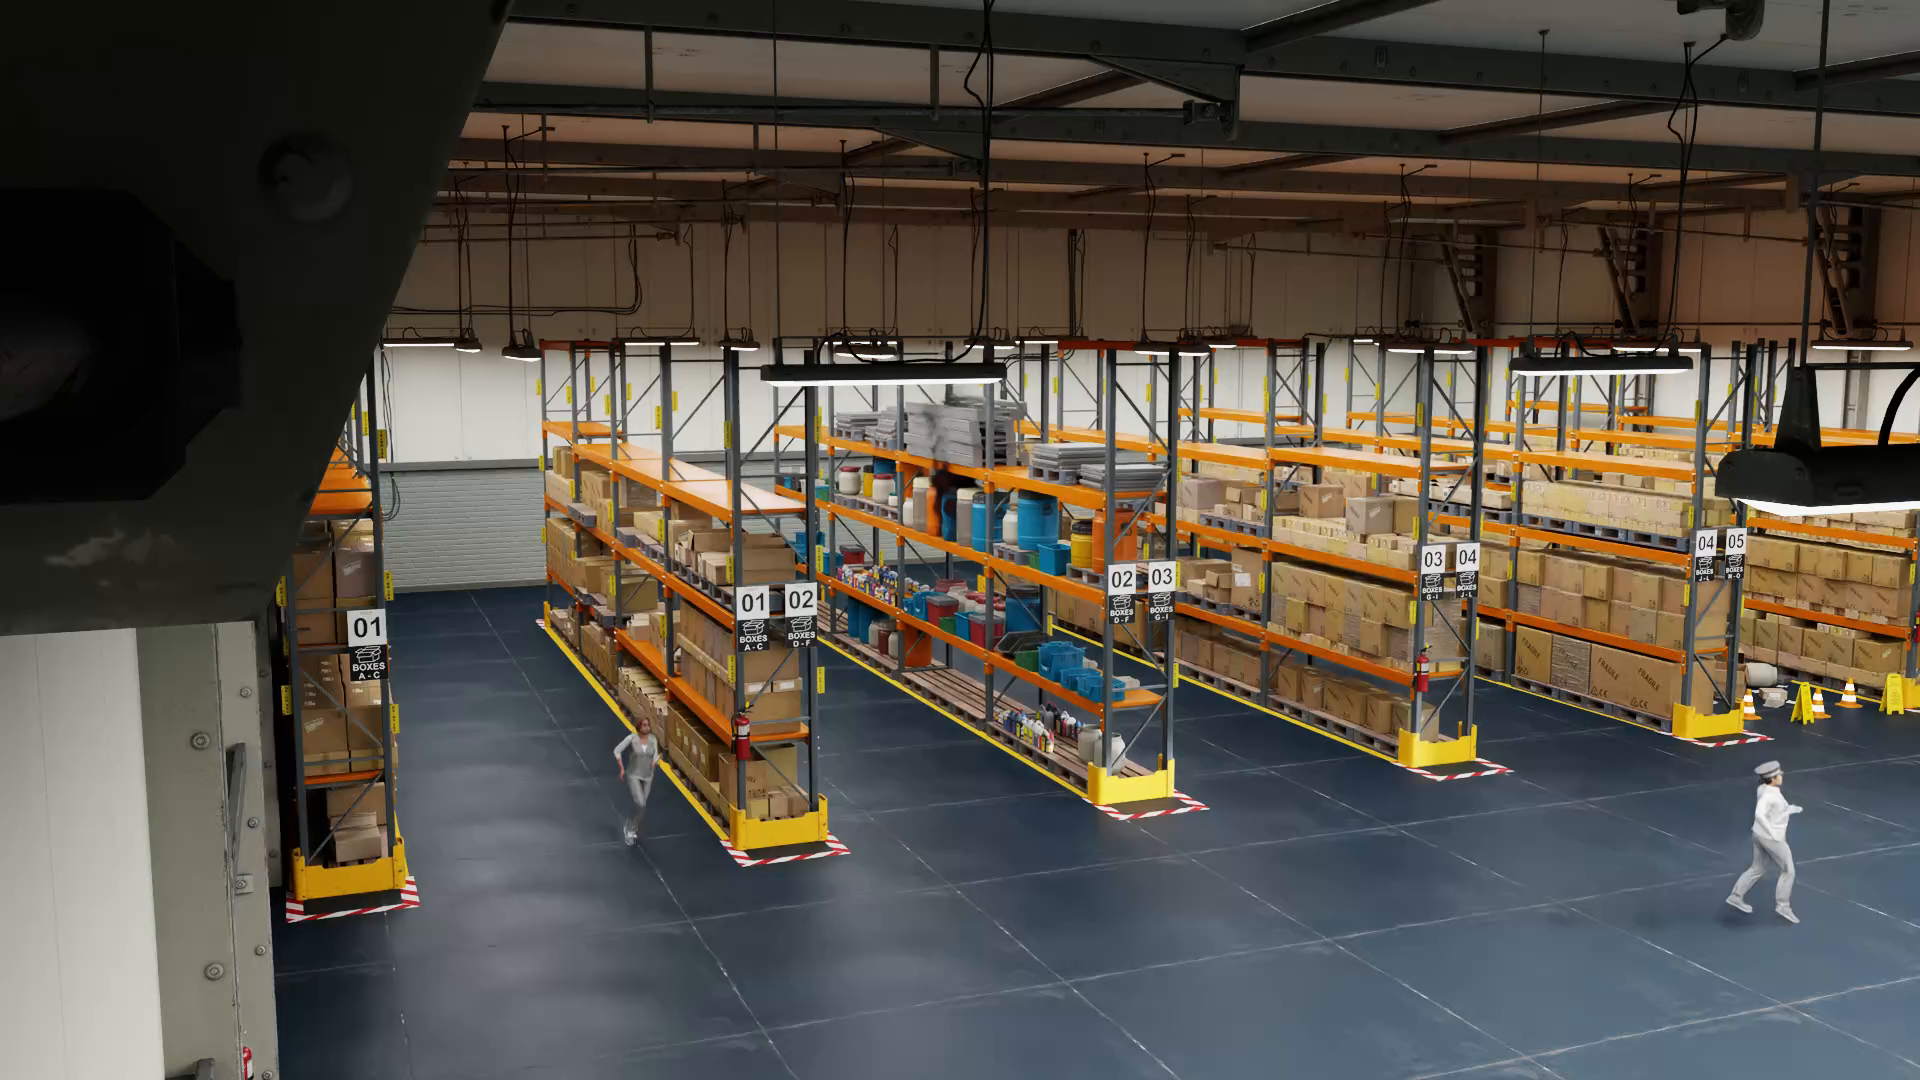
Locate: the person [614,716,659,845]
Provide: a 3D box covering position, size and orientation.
[{"bbox_3d":[-3.911,2.918,20.333,0.500,1.555,0.636,-5,9,-35],"label":"person"}]

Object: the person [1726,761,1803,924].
[{"bbox_3d":[8.569,3.199,17.655,0.732,1.746,0.598,0,7,3],"label":"person"}]
